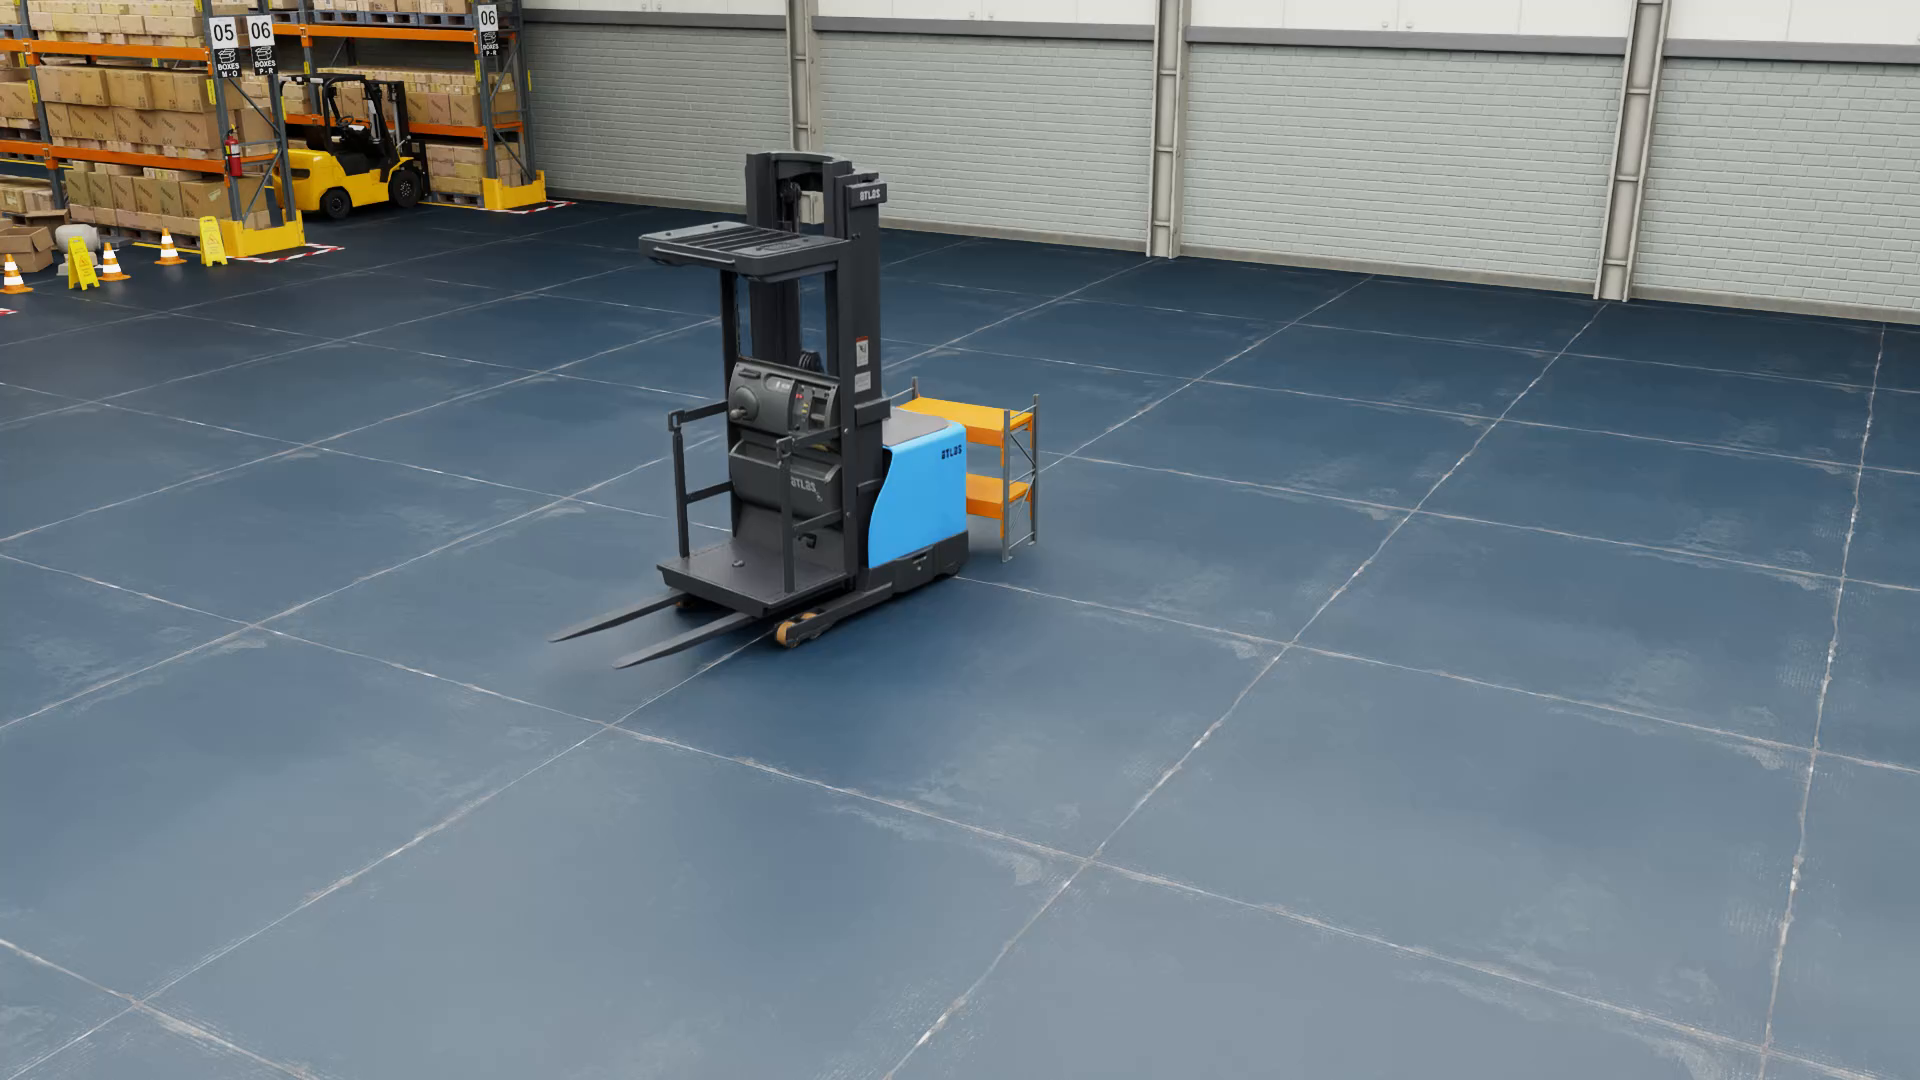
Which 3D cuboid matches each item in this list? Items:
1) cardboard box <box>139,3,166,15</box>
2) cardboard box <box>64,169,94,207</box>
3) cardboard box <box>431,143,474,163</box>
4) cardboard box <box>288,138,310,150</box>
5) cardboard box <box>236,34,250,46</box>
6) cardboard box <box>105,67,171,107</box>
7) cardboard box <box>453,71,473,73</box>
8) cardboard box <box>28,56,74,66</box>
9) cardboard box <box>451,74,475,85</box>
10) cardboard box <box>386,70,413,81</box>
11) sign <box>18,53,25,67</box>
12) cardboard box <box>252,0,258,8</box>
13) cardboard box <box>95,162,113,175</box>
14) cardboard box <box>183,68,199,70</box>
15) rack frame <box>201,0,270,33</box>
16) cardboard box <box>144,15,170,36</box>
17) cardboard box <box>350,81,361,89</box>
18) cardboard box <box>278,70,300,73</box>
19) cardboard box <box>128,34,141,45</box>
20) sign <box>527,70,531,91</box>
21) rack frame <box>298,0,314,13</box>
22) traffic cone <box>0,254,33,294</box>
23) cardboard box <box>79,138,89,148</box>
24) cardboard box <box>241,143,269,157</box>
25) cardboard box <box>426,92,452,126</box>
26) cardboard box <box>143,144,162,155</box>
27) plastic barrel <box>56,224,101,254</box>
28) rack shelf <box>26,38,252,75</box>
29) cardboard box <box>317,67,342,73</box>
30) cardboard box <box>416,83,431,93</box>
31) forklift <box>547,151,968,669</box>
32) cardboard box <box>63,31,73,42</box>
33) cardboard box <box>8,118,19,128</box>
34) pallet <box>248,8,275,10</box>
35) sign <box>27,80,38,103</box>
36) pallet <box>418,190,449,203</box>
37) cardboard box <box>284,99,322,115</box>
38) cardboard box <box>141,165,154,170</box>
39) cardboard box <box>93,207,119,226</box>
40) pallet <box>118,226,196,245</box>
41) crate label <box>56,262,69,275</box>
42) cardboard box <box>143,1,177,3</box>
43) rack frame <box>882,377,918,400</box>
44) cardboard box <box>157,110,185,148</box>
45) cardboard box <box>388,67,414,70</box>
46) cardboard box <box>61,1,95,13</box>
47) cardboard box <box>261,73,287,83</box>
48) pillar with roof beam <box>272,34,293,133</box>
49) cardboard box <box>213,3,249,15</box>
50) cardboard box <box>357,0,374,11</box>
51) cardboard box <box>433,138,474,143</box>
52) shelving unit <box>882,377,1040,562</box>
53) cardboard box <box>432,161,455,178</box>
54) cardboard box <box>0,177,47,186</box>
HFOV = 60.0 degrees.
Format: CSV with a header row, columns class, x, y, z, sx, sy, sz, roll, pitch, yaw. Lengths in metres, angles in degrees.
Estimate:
class,x,y,z,sx,sy,sz,roll,pitch,yaw
cardboard box,-11.150,-7.373,23.091,0.250,0.149,0.380,11,23,27
cardboard box,-12.975,-5.290,24.866,0.500,0.500,0.500,12,23,30
cardboard box,-8.452,-6.466,27.741,0.500,0.250,0.500,11,23,28
cardboard box,-11.402,-6.854,29.727,0.625,0.625,0.875,12,23,30
cardboard box,-9.998,-6.990,23.204,0.250,0.149,0.380,11,23,27
cardboard box,-11.720,-6.487,23.802,0.500,0.500,0.700,11,22,27
cardboard box,-8.296,-7.774,27.864,0.250,0.149,0.380,11,23,28
cardboard box,-17.612,-9.117,32.337,0.500,0.500,0.700,11,23,29
cardboard box,-8.095,-7.544,27.230,0.250,0.149,0.380,11,23,27
cardboard box,-9.418,-7.813,27.971,0.250,0.149,0.380,11,23,28
sign,-18.183,-9.264,32.235,0.005,0.325,0.100,11,23,27
cardboard box,-12.049,-9.318,28.861,0.250,0.149,0.380,11,23,27
cardboard box,-12.446,-5.471,24.414,0.250,0.149,0.380,12,23,29
cardboard box,-14.065,-8.522,30.361,0.250,0.149,0.380,11,23,28
rack frame,-9.867,-8.366,22.232,0.127,3.000,1.000,11,23,27
cardboard box,-10.877,-7.118,22.974,0.500,0.250,0.500,10,22,27
cardboard box,-10.144,-7.769,28.286,0.250,0.149,0.380,11,23,28
cardboard box,-12.008,-8.351,29.890,0.250,0.149,0.380,11,23,27
cardboard box,-11.419,-7.035,23.330,0.250,0.149,0.380,10,22,26
sign,-7.173,-7.632,27.622,0.005,0.325,0.100,11,23,27
rack frame,-10.941,-10.509,28.141,0.127,3.000,1.000,11,23,27
traffic cone,-11.964,-3.374,20.987,0.334,0.463,0.336,11,23,27
cardboard box,-12.748,-5.883,24.554,0.250,0.149,0.380,11,23,27
cardboard box,-10.062,-5.546,23.623,0.250,0.149,0.380,11,23,28
cardboard box,-8.455,-7.164,27.569,0.500,0.500,0.500,12,23,29
cardboard box,-11.448,-5.618,23.822,0.250,0.149,0.380,11,22,27
plastic barrel,-12.408,-4.227,23.398,0.512,0.421,0.421,-7,21,-20
rack shelf,-11.613,-6.950,23.783,4.000,0.370,1.077,11,23,27
cardboard box,-10.808,-8.040,28.596,0.250,0.149,0.380,11,23,28
cardboard box,-8.790,-7.520,27.600,0.250,0.149,0.380,10,22,26
forklift,-1.275,-0.891,10.523,1.130,2.935,3.031,16,25,37
cardboard box,-12.735,-7.310,24.087,0.250,0.149,0.380,11,23,27
cardboard box,-14.164,-6.343,25.204,0.250,0.149,0.380,10,22,26
pallet,-12.820,-9.404,29.770,1.213,0.211,1.003,12,23,30
sign,-13.626,-6.589,24.434,0.005,0.325,0.100,11,23,27
pallet,-9.198,-6.031,28.682,1.213,0.211,1.003,11,23,27
cardboard box,-11.509,-7.625,29.206,0.500,0.250,0.500,11,23,29
cardboard box,-12.266,-5.366,25.075,0.500,0.500,0.500,11,23,28
cardboard box,-12.504,-4.852,24.758,0.500,0.250,0.500,12,23,30
pallet,-11.686,-4.596,24.727,1.213,0.211,1.003,11,23,27
crate label,-11.832,-3.613,22.124,0.298,0.136,0.250,0,20,-1
cardboard box,-11.391,-7.595,23.704,0.250,0.149,0.380,11,23,28
rack frame,-0.450,-0.614,12.409,0.032,1.125,0.500,11,23,27
cardboard box,-10.910,-5.825,23.443,0.500,0.500,0.500,11,23,27
cardboard box,-9.613,-8.052,28.629,0.250,0.149,0.380,10,22,26
cardboard box,-12.559,-7.595,23.705,0.250,0.149,0.380,11,22,27
cardboard box,-12.064,-8.130,29.281,0.250,0.149,0.380,10,22,26
pillar with roof beam,-14.955,-9.945,26.584,0.400,9.000,9.100,11,23,27
cardboard box,-10.077,-7.332,22.980,0.250,0.149,0.380,11,22,27
cardboard box,-9.794,-8.943,27.657,0.258,0.266,0.396,10,22,26
cardboard box,-8.646,-6.704,28.397,0.500,0.250,0.500,11,22,27
shelving unit,-0.006,-0.530,12.176,1.048,1.125,0.538,11,23,27
cardboard box,-8.459,-6.238,27.847,0.500,0.250,0.500,11,22,27
cardboard box,-15.055,-5.493,26.347,0.625,0.372,0.950,12,23,29
